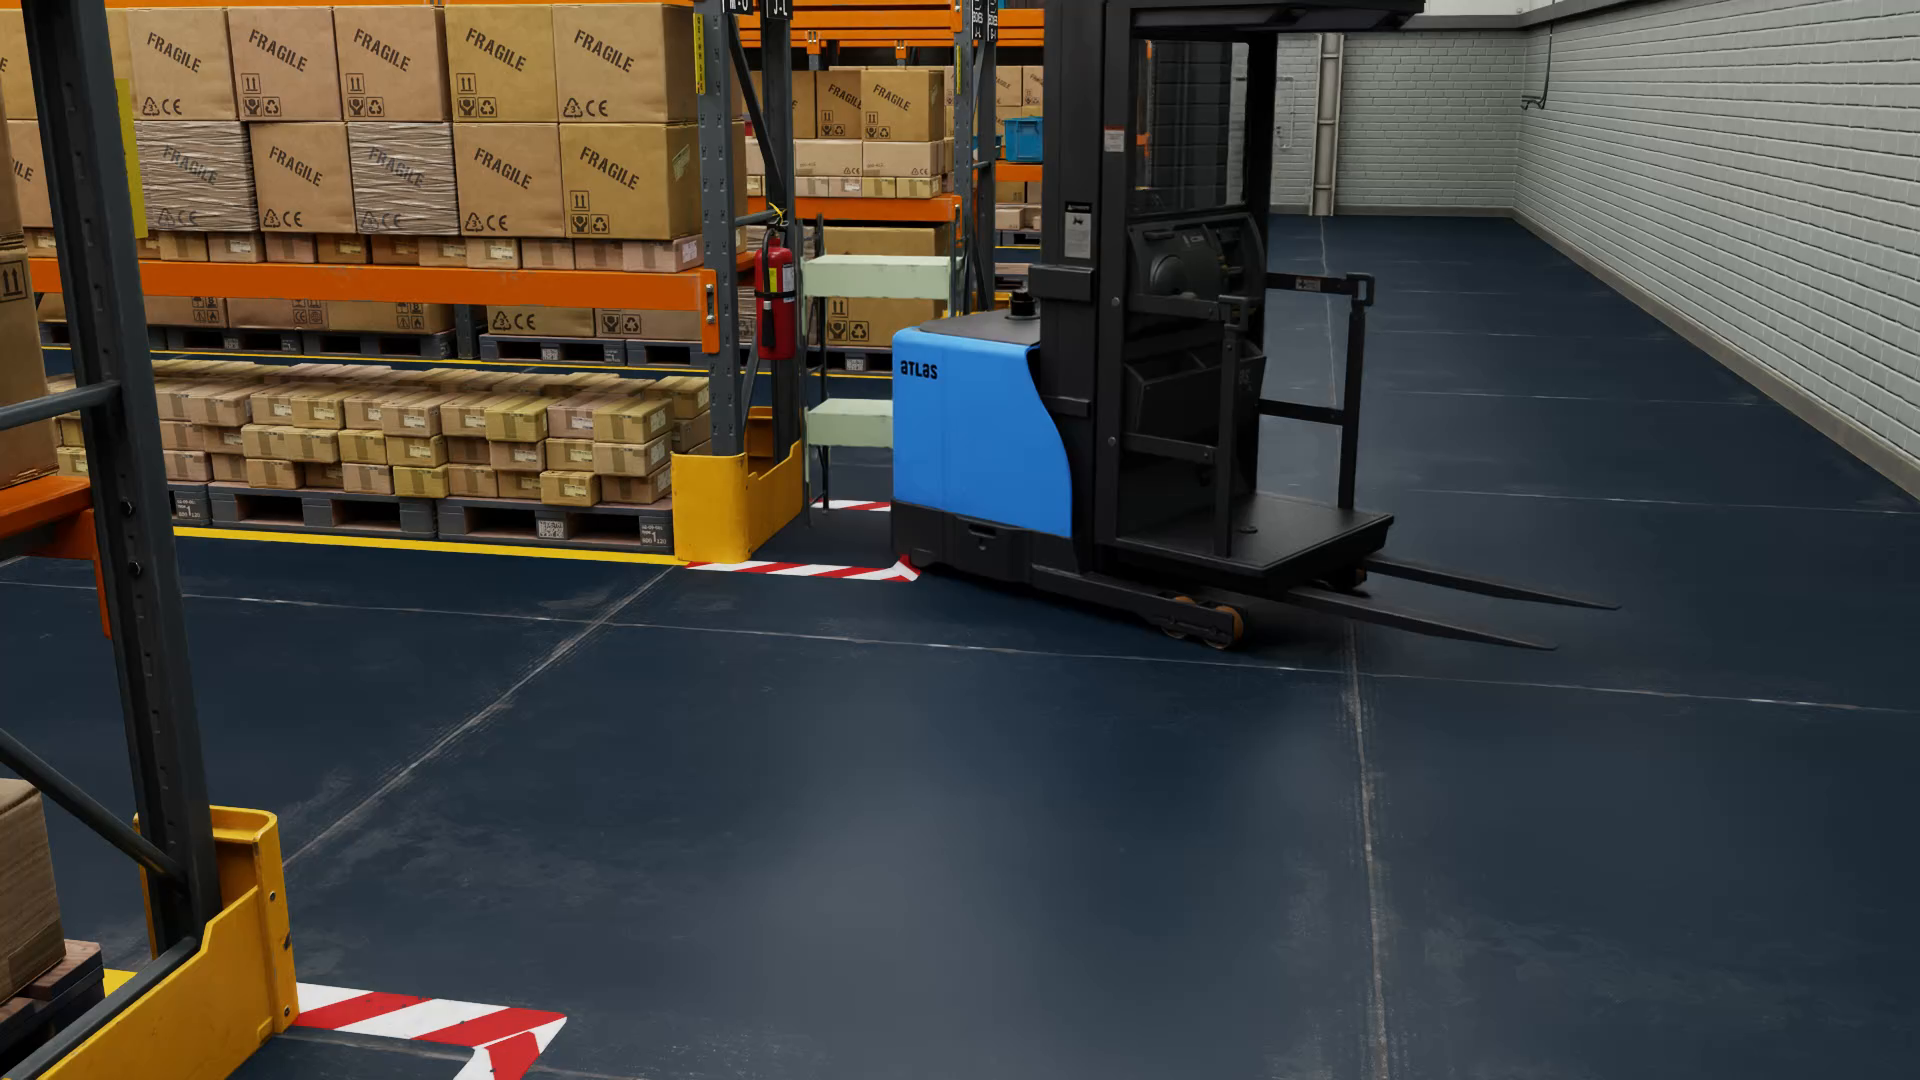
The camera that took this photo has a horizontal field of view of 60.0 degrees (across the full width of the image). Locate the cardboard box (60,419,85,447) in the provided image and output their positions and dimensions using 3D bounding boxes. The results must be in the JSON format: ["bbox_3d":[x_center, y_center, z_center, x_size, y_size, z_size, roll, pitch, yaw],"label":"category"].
[{"bbox_3d":[-4.334,-0.582,8.471,0.250,0.149,0.380,3,16,11],"label":"cardboard box"}]

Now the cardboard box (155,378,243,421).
[{"bbox_3d":[-3.819,-0.707,8.365,0.250,0.149,0.380,3,16,10],"label":"cardboard box"}]

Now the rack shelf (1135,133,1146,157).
[{"bbox_3d":[1.117,-6.430,26.932,4.000,0.370,1.077,3,16,11],"label":"rack shelf"}]

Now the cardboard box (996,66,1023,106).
[{"bbox_3d":[0.598,-5.909,21.643,0.500,0.500,0.500,4,16,13],"label":"cardboard box"}]

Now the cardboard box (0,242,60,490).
[{"bbox_3d":[-2.272,-0.339,3.409,0.500,0.500,0.500,3,16,11],"label":"cardboard box"}]

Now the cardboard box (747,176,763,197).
[{"bbox_3d":[-1.554,-2.662,12.453,0.250,0.149,0.380,3,16,11],"label":"cardboard box"}]

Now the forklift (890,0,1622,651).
[{"bbox_3d":[1.131,-1.117,6.652,3.031,2.867,1.129,13,20,39],"label":"forklift"}]

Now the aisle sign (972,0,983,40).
[{"bbox_3d":[0.126,-3.953,11.774,0.004,0.787,0.394,3,16,11],"label":"aisle sign"}]

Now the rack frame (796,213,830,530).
[{"bbox_3d":[-0.718,-0.826,8.156,0.023,1.500,0.400,3,15,10],"label":"rack frame"}]

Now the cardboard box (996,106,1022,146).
[{"bbox_3d":[0.603,-5.429,21.786,0.500,0.500,0.500,3,16,12],"label":"cardboard box"}]

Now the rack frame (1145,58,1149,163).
[{"bbox_3d":[3.077,-6.670,26.452,0.127,3.000,1.000,3,16,11],"label":"rack frame"}]

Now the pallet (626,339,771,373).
[{"bbox_3d":[-1.875,-1.526,13.107,1.213,0.211,1.003,3,16,11],"label":"pallet"}]

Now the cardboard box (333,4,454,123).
[{"bbox_3d":[-2.478,-2.175,7.609,0.500,0.500,0.500,4,16,14],"label":"cardboard box"}]

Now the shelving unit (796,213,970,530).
[{"bbox_3d":[-0.359,-0.809,8.090,0.755,1.500,0.431,3,15,10],"label":"shelving unit"}]

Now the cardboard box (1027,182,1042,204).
[{"bbox_3d":[1.388,-5.732,26.961,0.500,0.500,0.700,3,16,9],"label":"cardboard box"}]

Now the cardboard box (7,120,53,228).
[{"bbox_3d":[-4.456,-1.802,8.136,0.500,0.500,0.500,3,16,10],"label":"cardboard box"}]

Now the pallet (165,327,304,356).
[{"bbox_3d":[-5.774,-1.737,13.868,1.213,0.211,1.003,3,16,11],"label":"pallet"}]

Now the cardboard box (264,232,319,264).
[{"bbox_3d":[-3.107,-1.422,7.977,0.250,0.149,0.380,4,16,13],"label":"cardboard box"}]

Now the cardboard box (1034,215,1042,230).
[{"bbox_3d":[1.133,-4.230,22.127,0.250,0.166,0.380,3,16,11],"label":"cardboard box"}]

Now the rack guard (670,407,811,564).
[{"bbox_3d":[-1.046,-0.290,8.102,0.348,0.500,1.175,3,16,11],"label":"rack guard"}]

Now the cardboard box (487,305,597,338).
[{"bbox_3d":[-3.173,-2.118,13.212,0.875,0.875,0.875,3,16,11],"label":"cardboard box"}]

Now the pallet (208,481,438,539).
[{"bbox_3d":[-3.027,-0.269,8.566,1.213,0.211,1.003,3,16,11],"label":"pallet"}]

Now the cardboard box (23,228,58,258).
[{"bbox_3d":[-4.411,-1.487,8.212,0.250,0.149,0.380,4,16,13],"label":"cardboard box"}]

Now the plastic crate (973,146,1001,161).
[{"bbox_3d":[0.268,-3.976,17.109,0.243,0.136,0.396,3,16,11],"label":"plastic crate"}]

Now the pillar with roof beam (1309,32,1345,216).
[{"bbox_3d":[5.037,-8.517,21.884,0.400,9.000,9.100,3,16,11],"label":"pillar with roof beam"}]

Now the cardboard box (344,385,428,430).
[{"bbox_3d":[-2.806,-0.650,8.157,0.250,0.149,0.380,3,16,9],"label":"cardboard box"}]

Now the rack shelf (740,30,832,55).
[{"bbox_3d":[-3.786,-6.792,22.621,4.000,0.370,1.077,3,16,11],"label":"rack shelf"}]

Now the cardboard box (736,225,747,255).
[{"bbox_3d":[-1.224,-1.472,8.159,0.250,0.149,0.380,3,16,11],"label":"cardboard box"}]

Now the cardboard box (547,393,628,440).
[{"bbox_3d":[-1.776,-0.596,7.963,0.250,0.149,0.380,3,16,12],"label":"cardboard box"}]

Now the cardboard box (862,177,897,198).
[{"bbox_3d":[-0.554,-2.608,12.257,0.250,0.149,0.380,3,16,12],"label":"cardboard box"}]

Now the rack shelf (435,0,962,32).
[{"bbox_3d":[-1.844,-3.988,12.498,4.000,0.370,1.077,3,16,11],"label":"rack shelf"}]

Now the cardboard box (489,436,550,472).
[{"bbox_3d":[-2.055,-0.443,7.968,0.250,0.149,0.380,2,16,9],"label":"cardboard box"}]

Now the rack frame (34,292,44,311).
[{"bbox_3d":[-4.891,-1.703,8.522,0.127,3.000,1.000,3,16,11],"label":"rack frame"}]

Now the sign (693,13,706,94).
[{"bbox_3d":[-1.102,-2.057,7.036,0.005,0.325,0.100,3,16,11],"label":"sign"}]

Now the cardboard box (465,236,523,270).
[{"bbox_3d":[-2.087,-1.353,7.727,0.250,0.149,0.380,4,16,13],"label":"cardboard box"}]

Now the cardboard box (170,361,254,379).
[{"bbox_3d":[-3.987,-0.853,8.892,0.250,0.149,0.380,3,16,11],"label":"cardboard box"}]

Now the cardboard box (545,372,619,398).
[{"bbox_3d":[-1.933,-0.752,8.529,0.250,0.149,0.380,3,16,11],"label":"cardboard box"}]

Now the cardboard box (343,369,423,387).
[{"bbox_3d":[-2.976,-0.776,8.612,0.250,0.149,0.380,3,16,11],"label":"cardboard box"}]

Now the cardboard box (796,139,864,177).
[{"bbox_3d":[-0.909,-2.837,12.339,0.500,0.250,0.500,3,16,10],"label":"cardboard box"}]

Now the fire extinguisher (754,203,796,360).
[{"bbox_3d":[-0.817,-1.139,7.329,0.183,0.674,0.296,3,16,11],"label":"fire extinguisher"}]

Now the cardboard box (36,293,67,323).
[{"bbox_3d":[-7.052,-2.344,14.030,0.875,0.875,1.225,2,16,8],"label":"cardboard box"}]

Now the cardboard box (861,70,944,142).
[{"bbox_3d":[-0.414,-3.172,12.144,0.500,0.500,0.500,3,16,12],"label":"cardboard box"}]

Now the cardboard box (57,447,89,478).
[{"bbox_3d":[-4.338,-0.414,8.422,0.250,0.149,0.380,4,16,13],"label":"cardboard box"}]

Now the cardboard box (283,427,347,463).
[{"bbox_3d":[-3.088,-0.493,8.149,0.250,0.149,0.380,3,16,12],"label":"cardboard box"}]

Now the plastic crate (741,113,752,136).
[{"bbox_3d":[-1.992,-4.238,17.439,0.583,0.464,0.402,3,16,11],"label":"plastic crate"}]

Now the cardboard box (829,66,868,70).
[{"bbox_3d":[-1.421,-6.018,22.038,0.500,0.500,0.500,4,16,13],"label":"cardboard box"}]

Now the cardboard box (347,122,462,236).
[{"bbox_3d":[-2.466,-1.692,7.736,0.500,0.500,0.500,3,16,11],"label":"cardboard box"}]

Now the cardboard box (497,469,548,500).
[{"bbox_3d":[-2.043,-0.316,8.068,0.250,0.149,0.380,3,16,11],"label":"cardboard box"}]

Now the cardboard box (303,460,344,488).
[{"bbox_3d":[-3.047,-0.376,8.284,0.250,0.149,0.380,4,16,13],"label":"cardboard box"}]
